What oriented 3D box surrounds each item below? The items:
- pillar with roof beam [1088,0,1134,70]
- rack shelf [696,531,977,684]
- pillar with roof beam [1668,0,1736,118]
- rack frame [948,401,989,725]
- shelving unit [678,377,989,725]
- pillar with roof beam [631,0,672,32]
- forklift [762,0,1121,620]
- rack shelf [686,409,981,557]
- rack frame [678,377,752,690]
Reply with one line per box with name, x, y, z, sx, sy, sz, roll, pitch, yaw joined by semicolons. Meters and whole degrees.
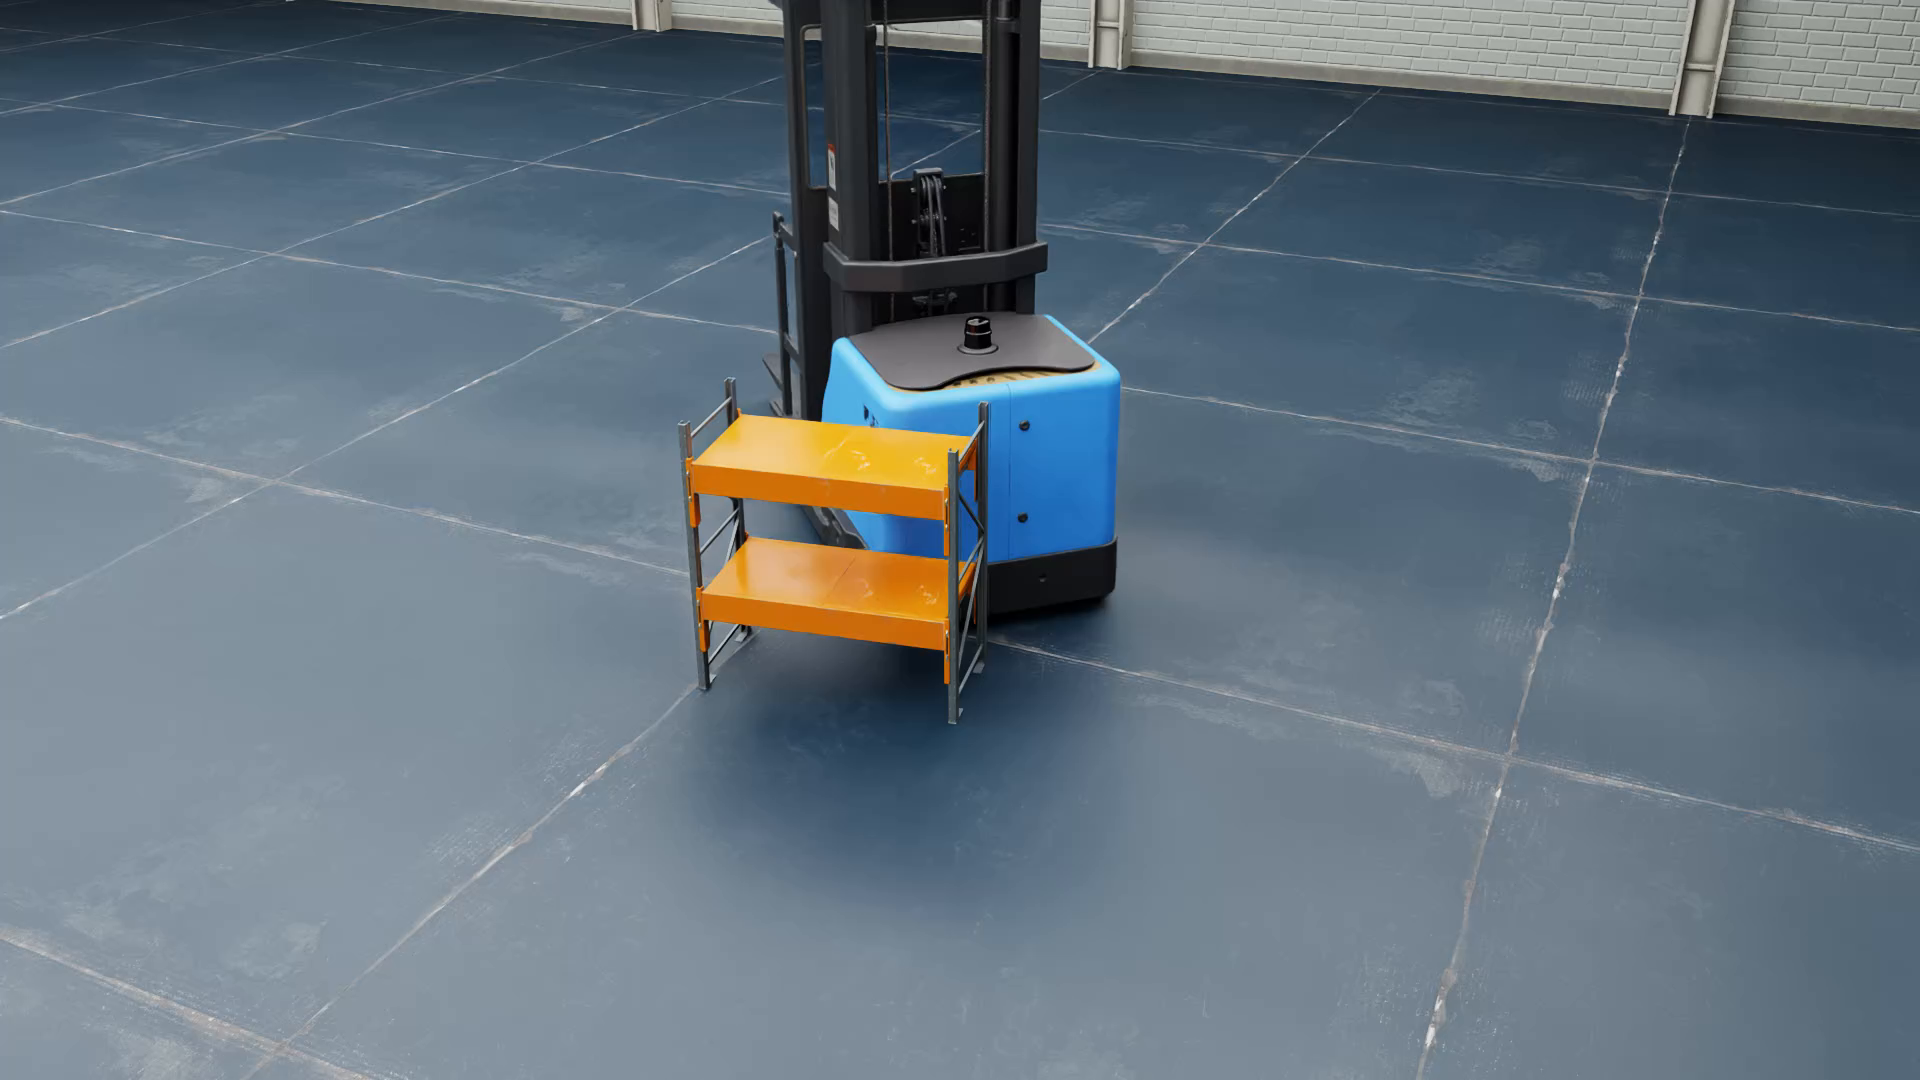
pillar with roof beam;-0.126;-7.555;12.906;0.400;9.000;9.100;11;28;22
rack shelf;-0.460;0.253;6.515;1.000;0.278;0.538;6;27;13
pillar with roof beam;5.335;-6.457;10.678;0.400;9.000;9.100;11;28;22
rack frame;0.032;0.090;6.294;0.032;1.125;0.500;6;27;13
shelving unit;-0.460;0.034;6.407;1.048;1.125;0.538;6;27;13
pillar with roof beam;-5.588;-8.652;15.135;0.400;9.000;9.100;11;28;22
forklift;-0.295;-1.579;7.639;1.130;2.935;3.031;-9;28;-17
rack shelf;-0.460;-0.229;6.278;1.000;0.278;0.538;6;27;13
rack frame;-0.953;-0.022;6.521;0.032;1.125;0.500;6;27;13
